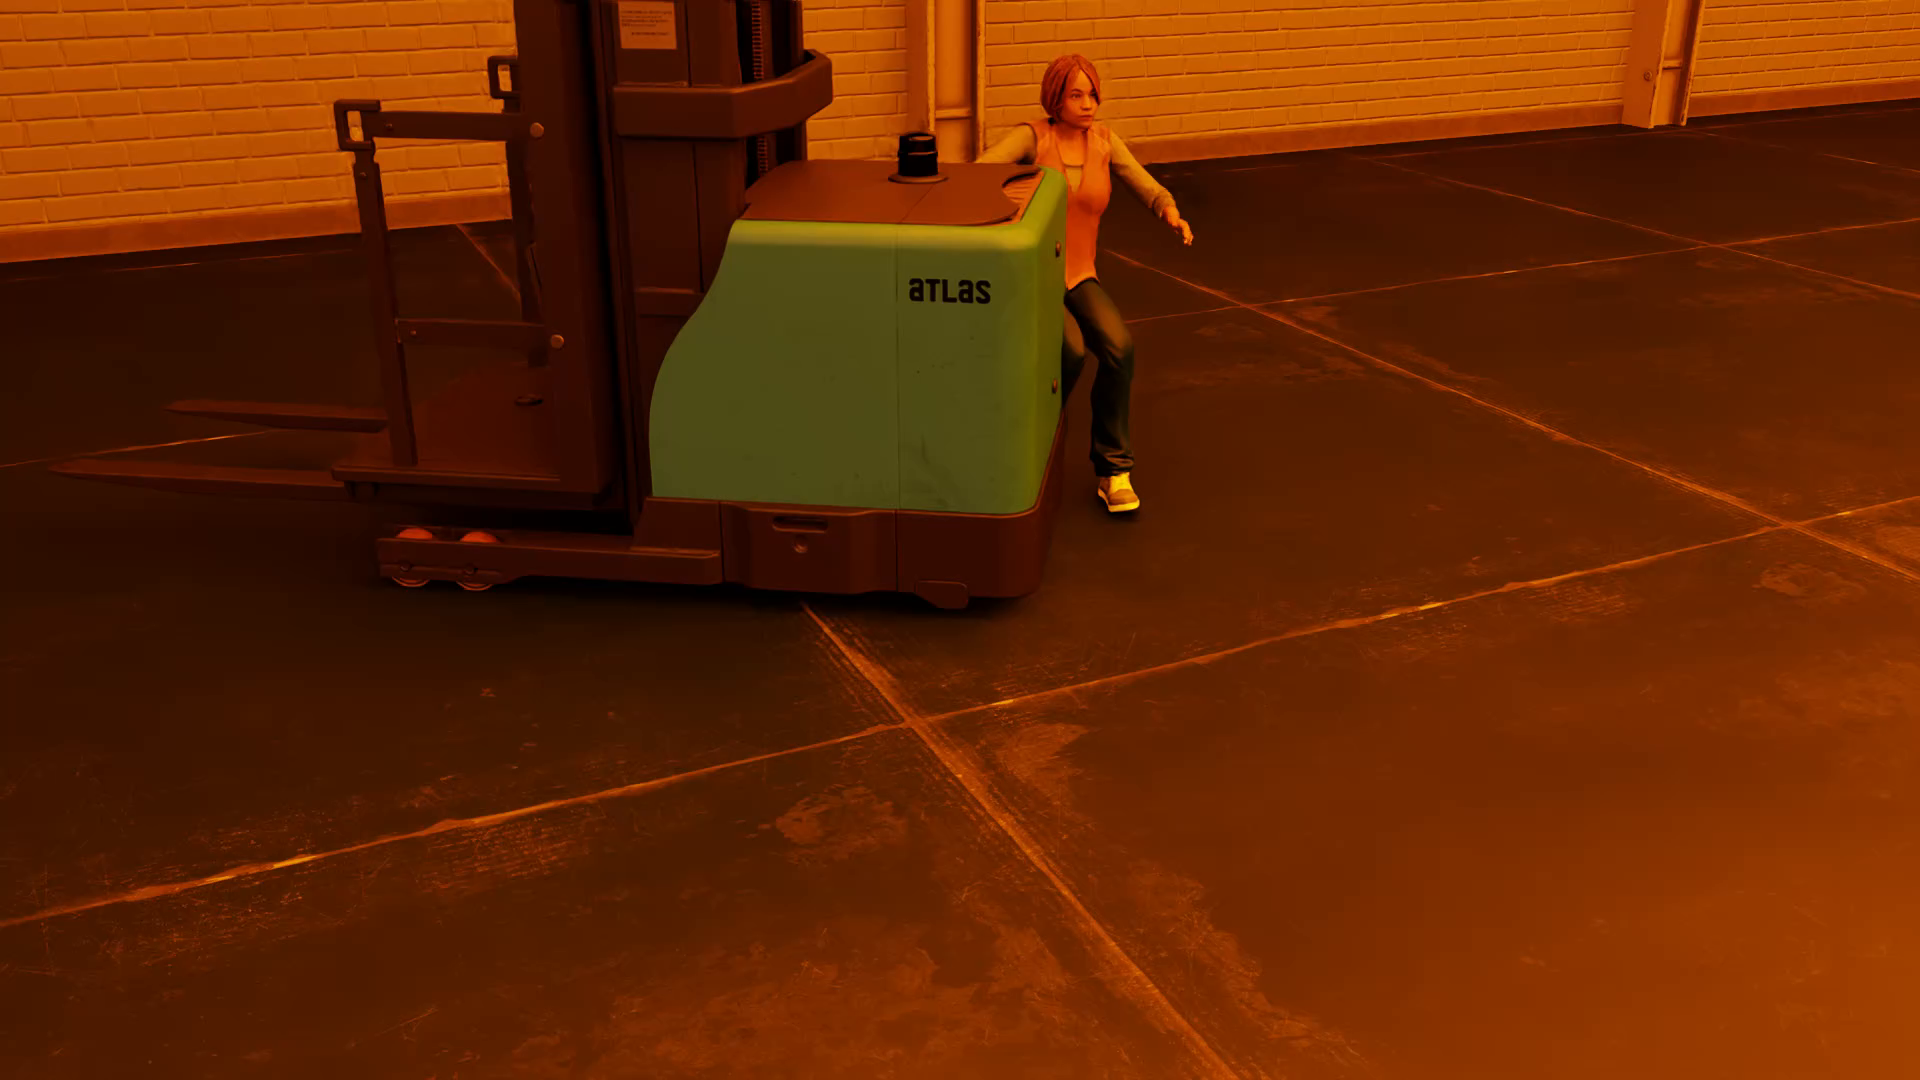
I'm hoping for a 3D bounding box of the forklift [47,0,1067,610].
[{"bbox_3d":[-1.223,-1.404,4.666,3.031,2.935,1.130,3,23,8],"label":"forklift"}]

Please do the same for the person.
[{"bbox_3d":[0.401,-0.807,5.311,0.742,1.366,0.753,-11,25,-25],"label":"person"}]
